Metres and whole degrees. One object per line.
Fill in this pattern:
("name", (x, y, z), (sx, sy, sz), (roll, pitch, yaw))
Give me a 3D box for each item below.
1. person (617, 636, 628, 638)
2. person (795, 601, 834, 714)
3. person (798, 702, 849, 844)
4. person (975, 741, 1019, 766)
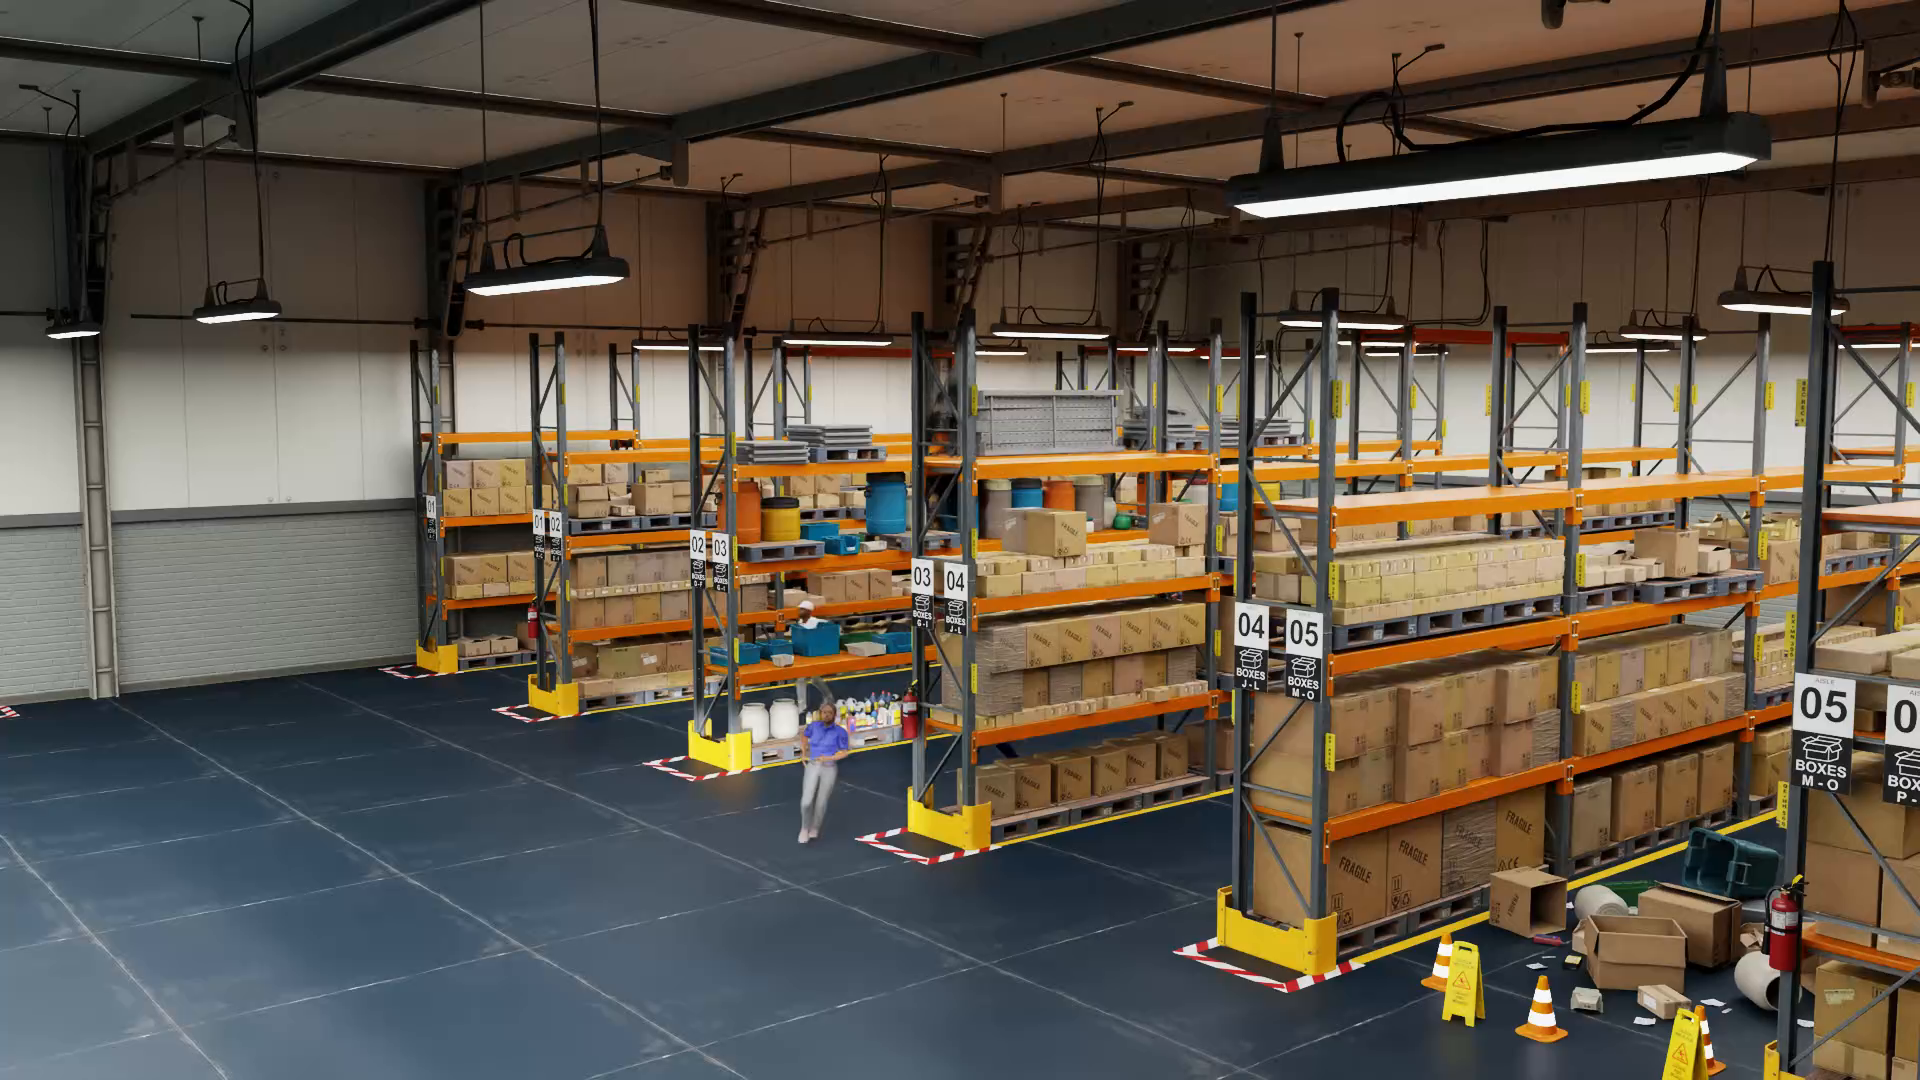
("person", (-5.950, 1.592, 29.143), (0.666, 1.776, 0.682), (-5, 7, -43))
("person", (-2.310, 1.865, 26.334), (0.745, 1.835, 0.704), (-5, 7, -43))
("person", (-1.541, 2.640, 18.775), (0.587, 1.638, 0.610), (0, 5, 3))
("person", (0.373, 2.303, 21.887), (0.934, 1.648, 0.601), (-5, 7, -44))
